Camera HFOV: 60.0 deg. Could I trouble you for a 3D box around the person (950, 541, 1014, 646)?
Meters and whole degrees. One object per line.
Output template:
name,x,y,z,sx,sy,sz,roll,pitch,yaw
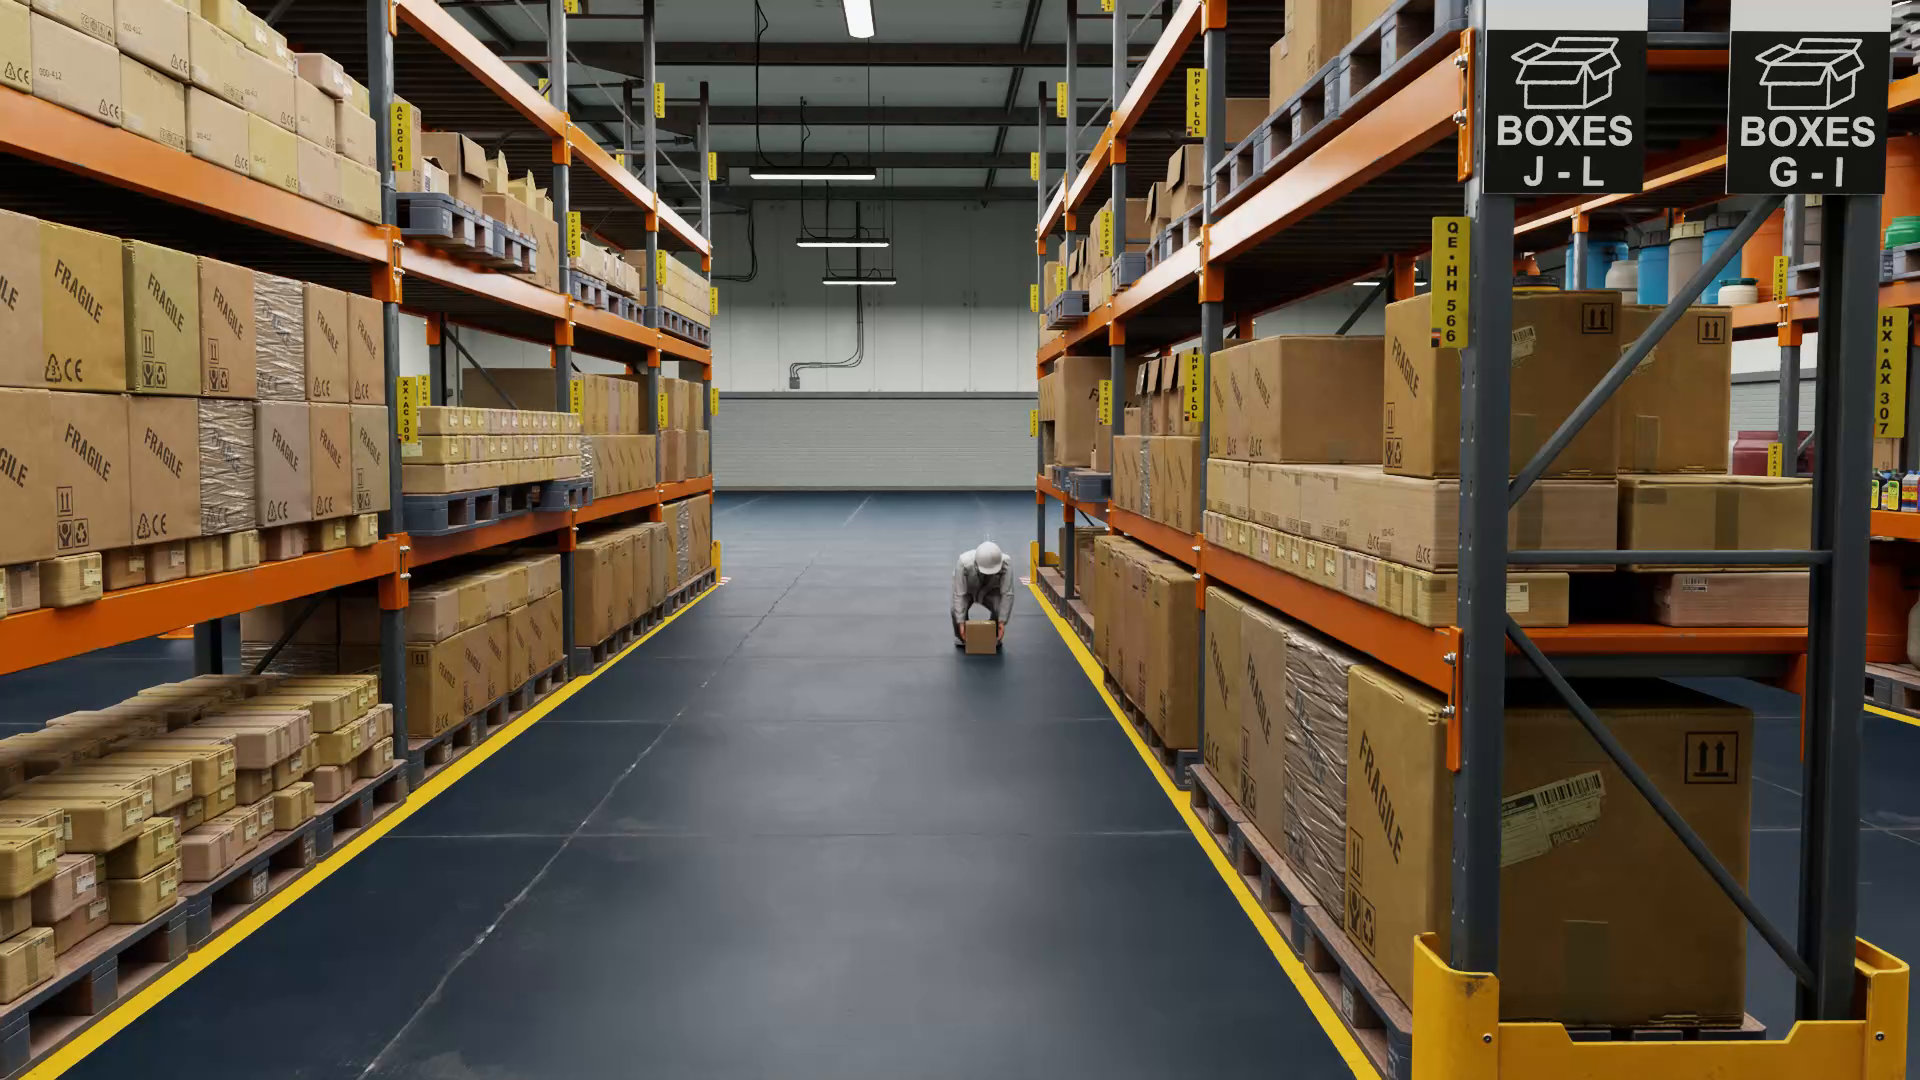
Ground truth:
person,0.181,0.451,14.117,0.537,0.930,0.913,0,4,-1
